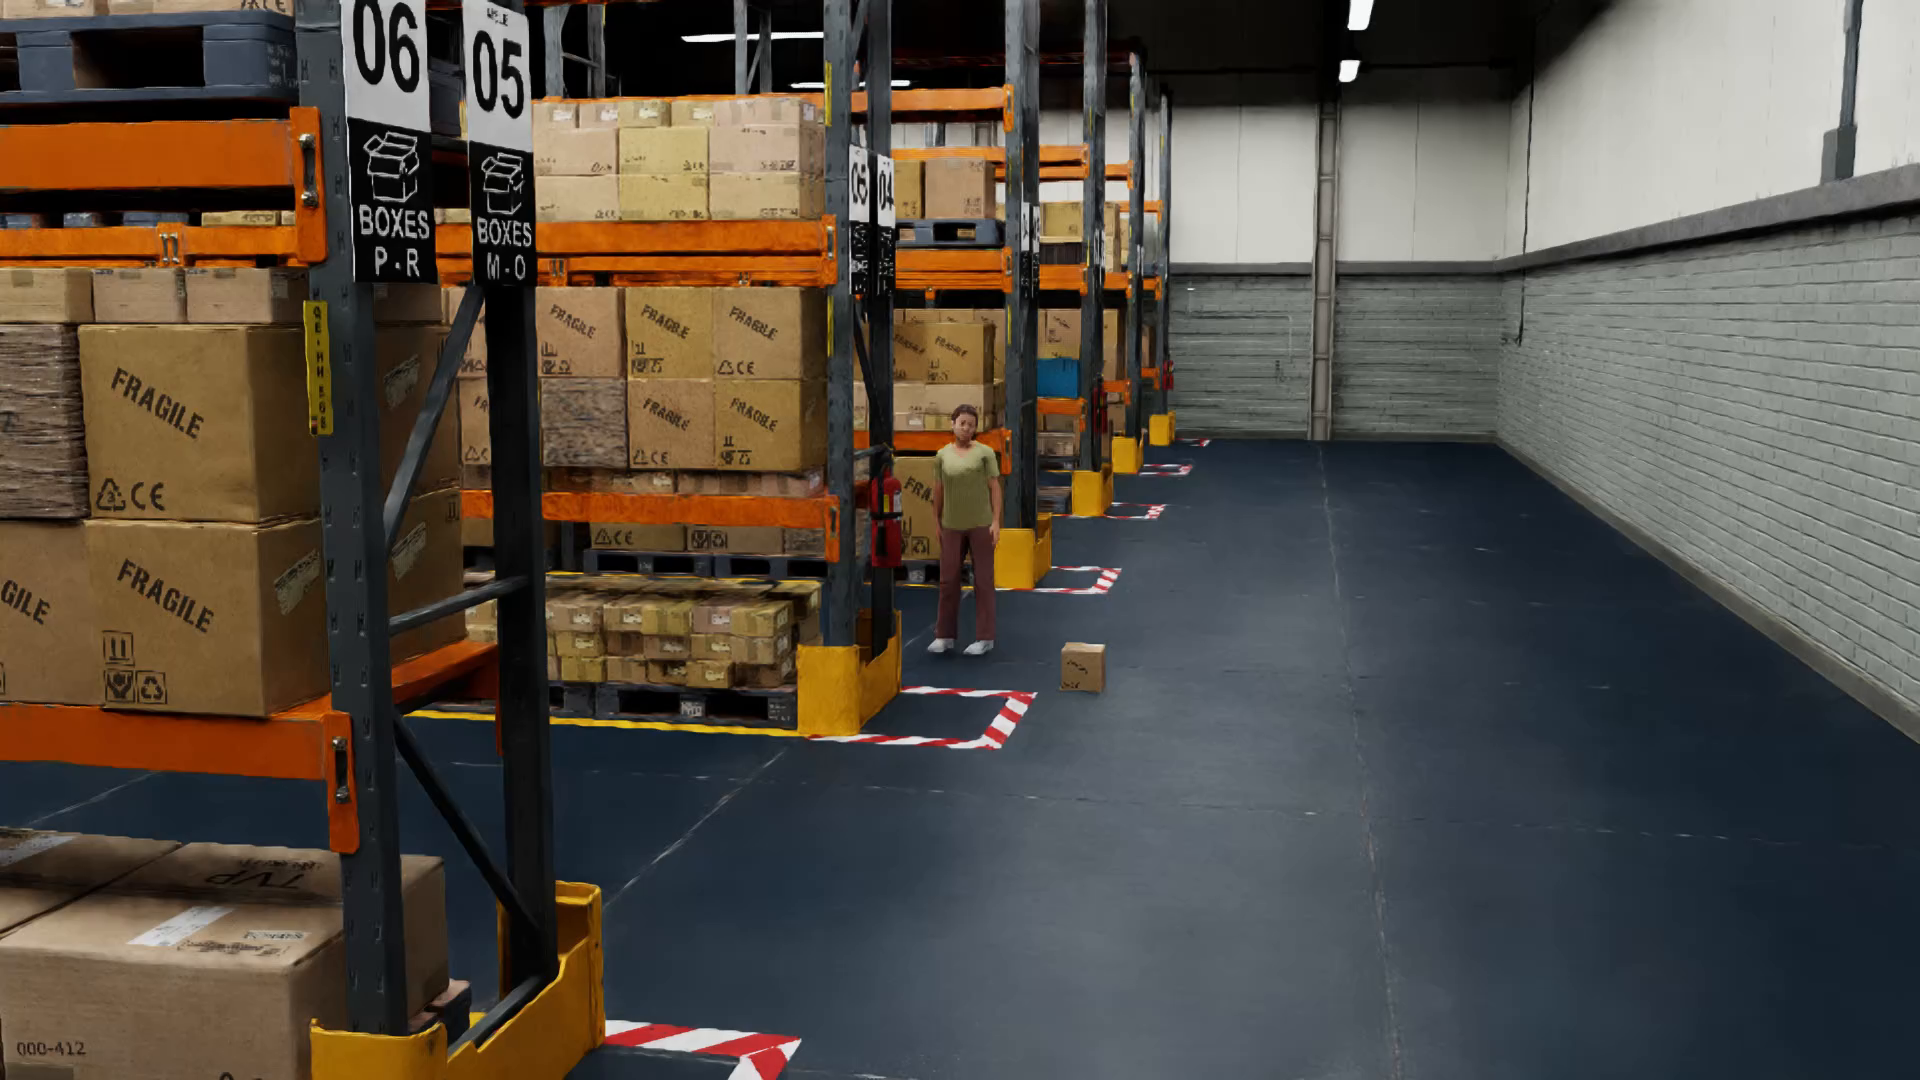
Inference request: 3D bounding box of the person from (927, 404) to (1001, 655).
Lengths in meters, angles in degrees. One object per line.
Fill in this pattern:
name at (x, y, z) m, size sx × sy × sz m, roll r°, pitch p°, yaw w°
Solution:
person at (0.039, -0.072, 11.182) m, size 0.490 × 1.677 × 0.372 m, roll 2°, pitch 8°, yaw 12°
